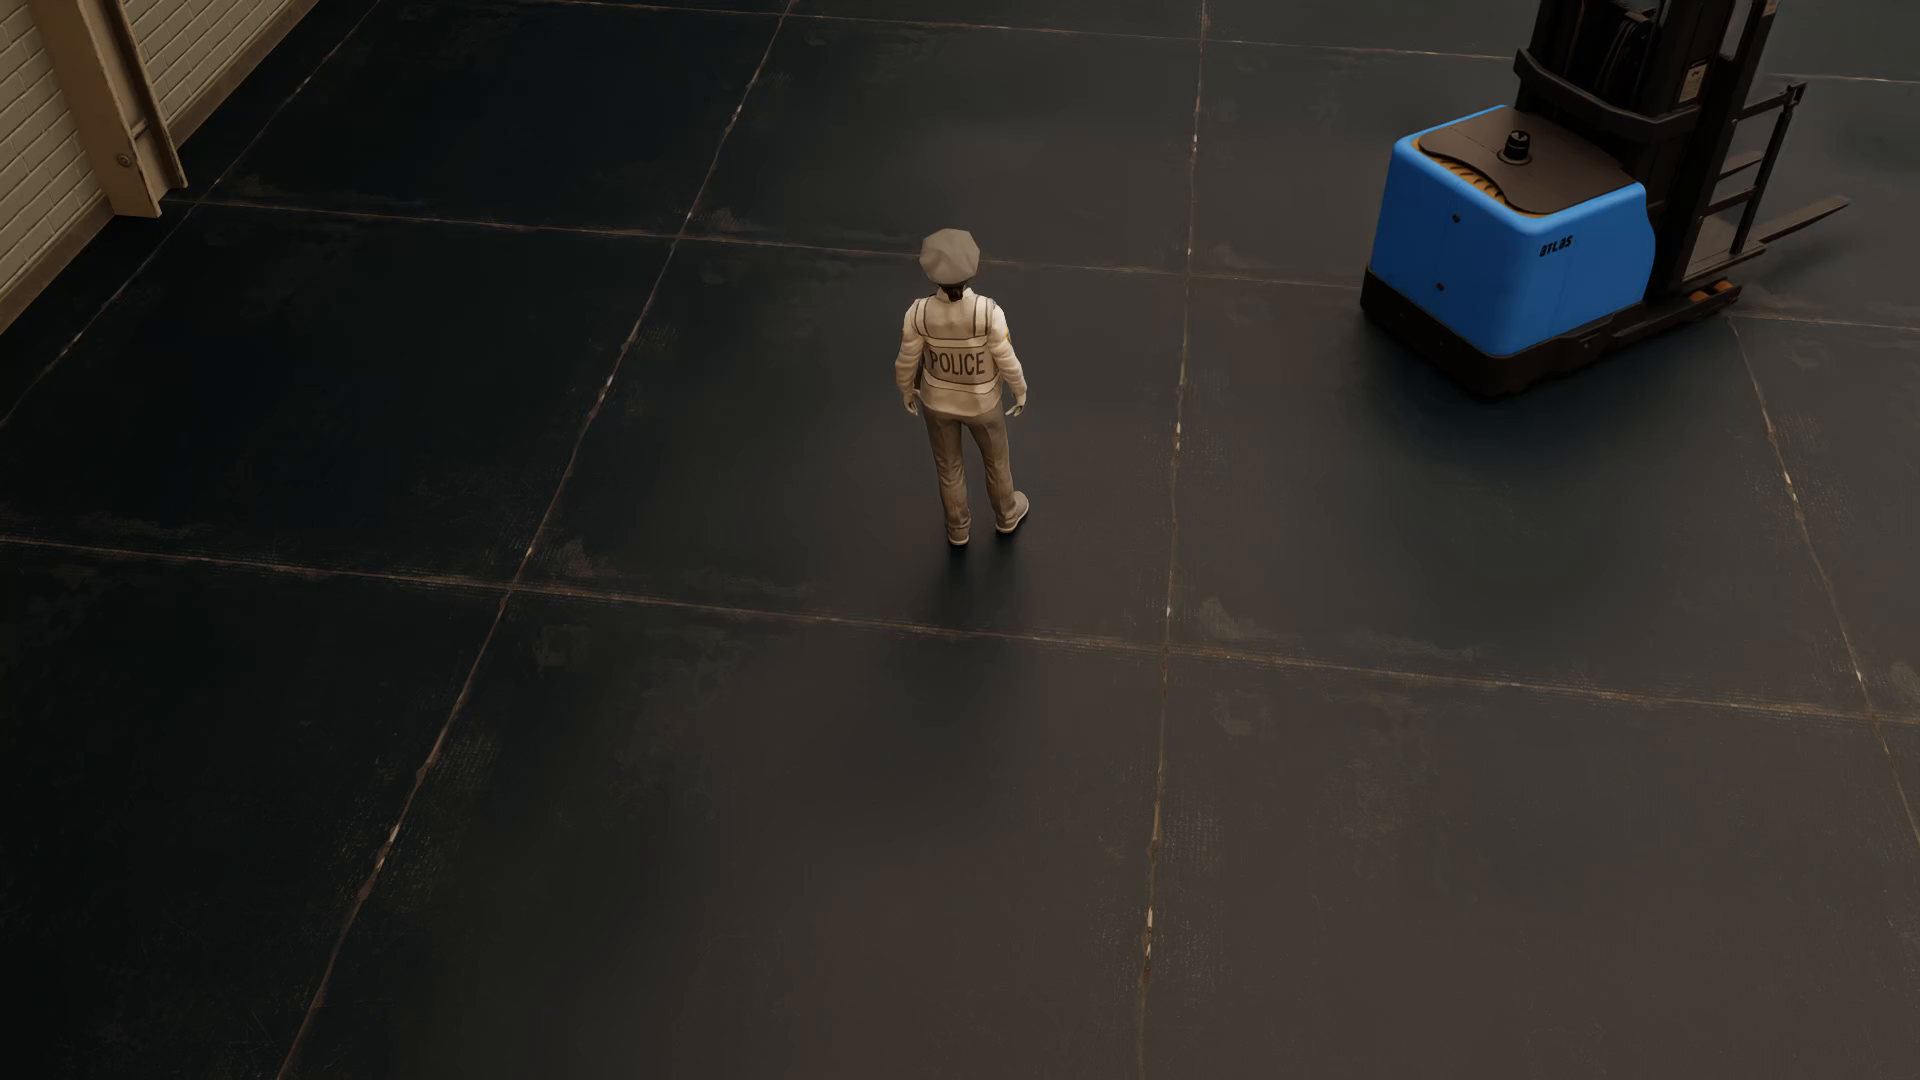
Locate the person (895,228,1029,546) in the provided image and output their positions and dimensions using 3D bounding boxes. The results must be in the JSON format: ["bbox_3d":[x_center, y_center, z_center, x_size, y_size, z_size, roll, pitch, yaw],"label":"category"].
[{"bbox_3d":[0.019,-0.674,7.362,0.581,1.694,0.530,5,43,6],"label":"person"}]

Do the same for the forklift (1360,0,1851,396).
[{"bbox_3d":[3.744,-2.574,8.526,3.031,2.935,1.130,-22,47,-22],"label":"forklift"}]
